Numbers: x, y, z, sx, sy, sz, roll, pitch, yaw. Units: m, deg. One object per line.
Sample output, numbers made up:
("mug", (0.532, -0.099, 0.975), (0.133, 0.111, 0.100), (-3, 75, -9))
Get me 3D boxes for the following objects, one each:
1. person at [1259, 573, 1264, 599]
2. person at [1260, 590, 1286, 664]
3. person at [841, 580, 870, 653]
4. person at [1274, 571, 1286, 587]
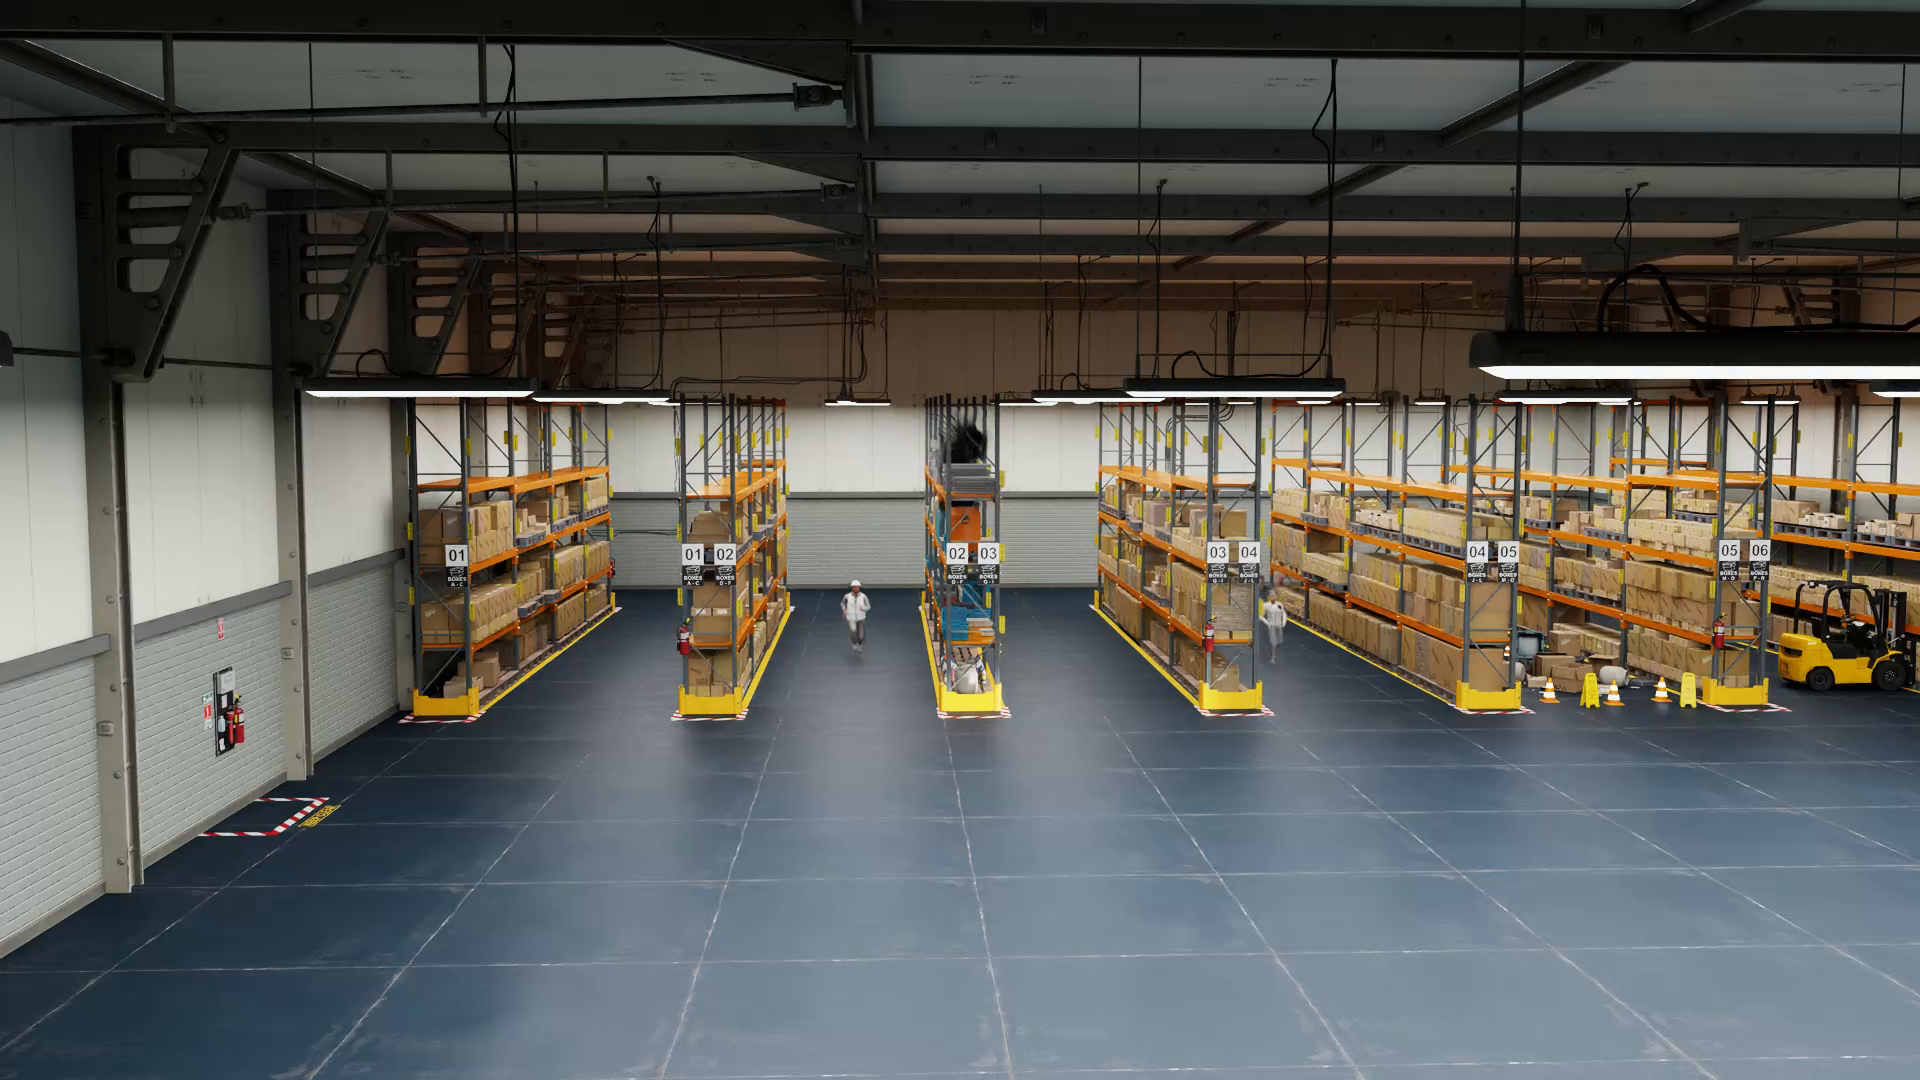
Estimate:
("person", (7.813, 1.401, 44.255), (0.590, 1.625, 0.834), (0, 5, 4))
("person", (7.063, 1.947, 37.428), (0.623, 1.664, 0.497), (0, 5, -6))
("person", (-2.399, 1.758, 37.677), (0.595, 1.695, 0.924), (-1, 5, -7))
("person", (9.465, 1.024, 49.008), (0.635, 1.653, 0.554), (-2, 5, -22))
